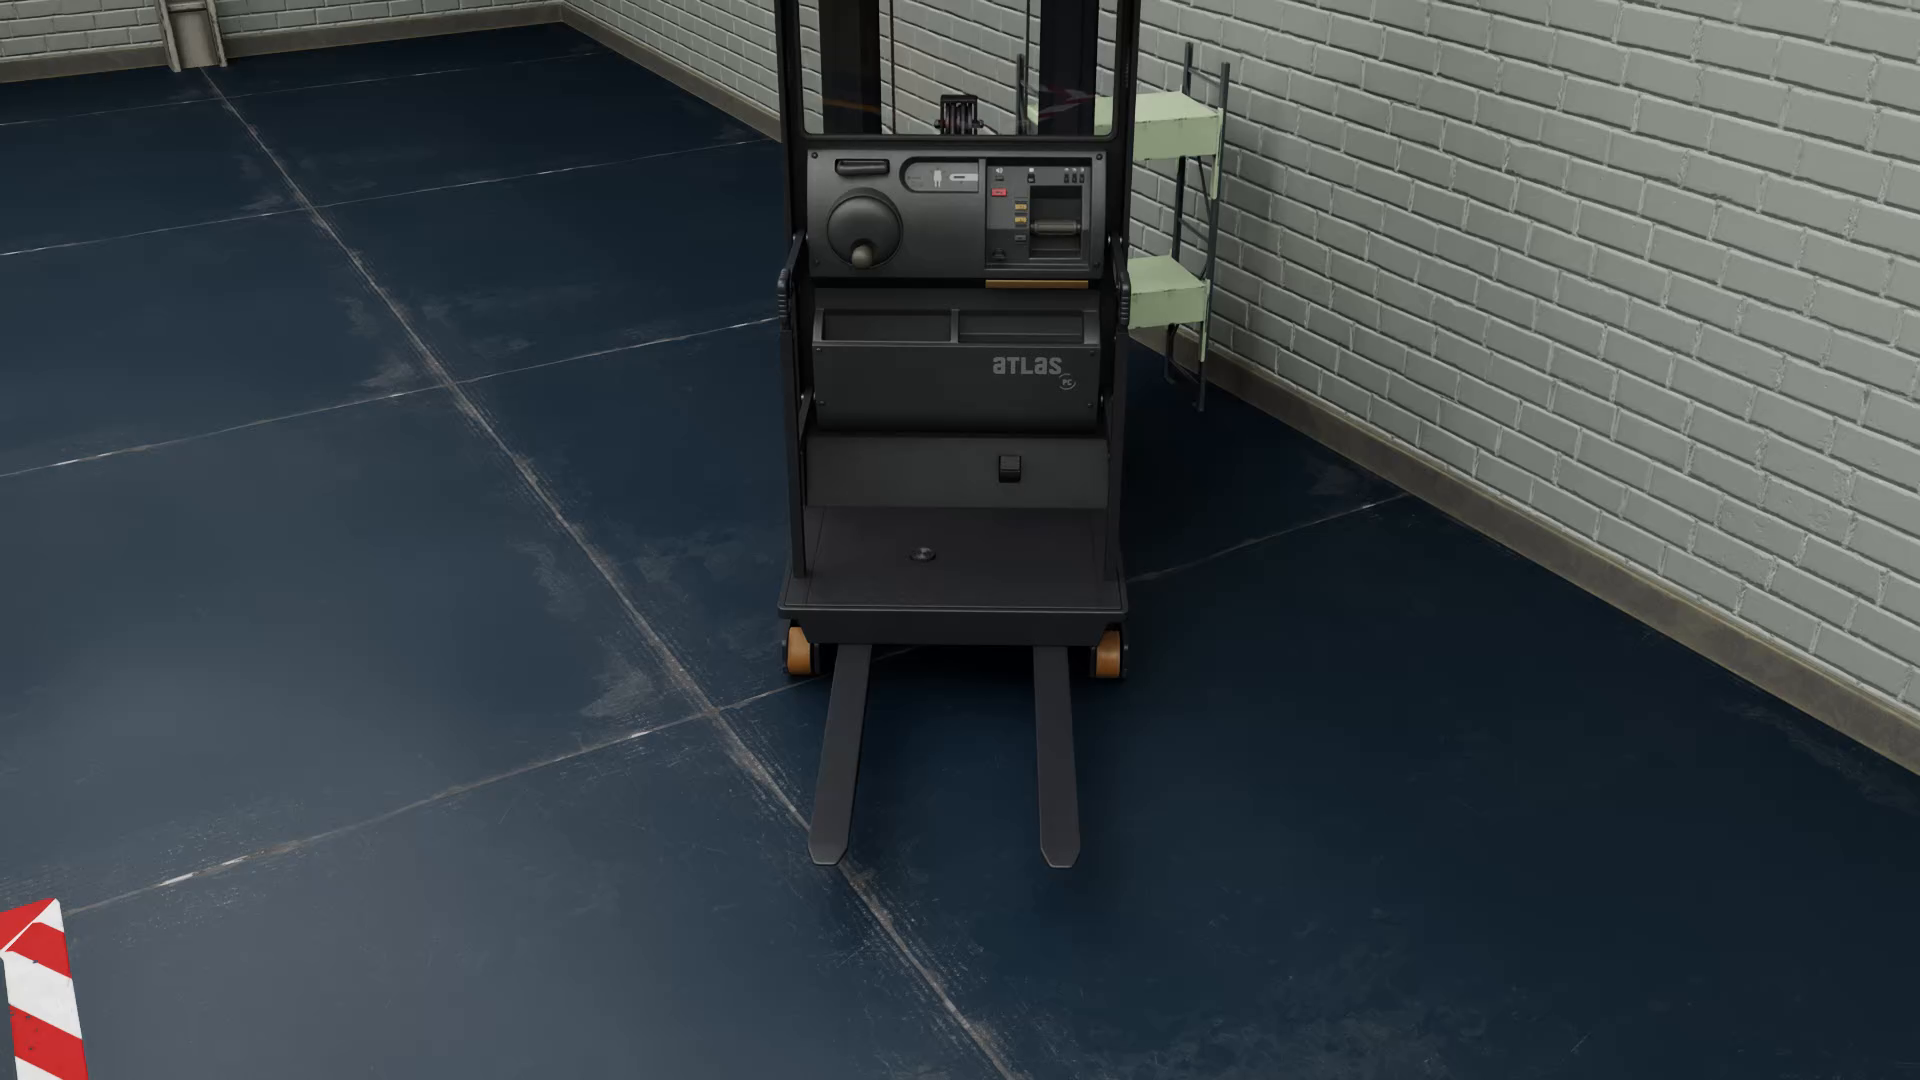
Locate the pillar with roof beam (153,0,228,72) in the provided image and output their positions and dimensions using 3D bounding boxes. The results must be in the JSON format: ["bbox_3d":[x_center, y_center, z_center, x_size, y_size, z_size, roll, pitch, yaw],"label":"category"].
[{"bbox_3d":[-3.757,-5.848,7.533,0.400,9.000,9.100,-16,33,-26],"label":"pillar with roof beam"}]

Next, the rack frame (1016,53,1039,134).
[{"bbox_3d":[0.295,-1.211,6.892,0.023,1.500,0.400,-8,30,-14],"label":"rack frame"}]

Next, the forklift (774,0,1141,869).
[{"bbox_3d":[-0.013,-0.982,4.997,1.130,2.935,3.031,1,29,1],"label":"forklift"}]

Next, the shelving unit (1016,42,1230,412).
[{"bbox_3d":[0.646,-1.260,6.981,0.755,1.500,0.431,-8,30,-14],"label":"shelving unit"}]

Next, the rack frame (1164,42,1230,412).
[{"bbox_3d":[0.998,-1.310,7.071,0.023,1.500,0.400,-8,30,-14],"label":"rack frame"}]

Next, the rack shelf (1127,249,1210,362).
[{"bbox_3d":[0.646,-0.975,7.139,0.720,0.370,0.431,-8,30,-14],"label":"rack shelf"}]

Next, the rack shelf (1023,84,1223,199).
[{"bbox_3d":[0.646,-1.602,6.793,0.720,0.370,0.431,-8,30,-14],"label":"rack shelf"}]
